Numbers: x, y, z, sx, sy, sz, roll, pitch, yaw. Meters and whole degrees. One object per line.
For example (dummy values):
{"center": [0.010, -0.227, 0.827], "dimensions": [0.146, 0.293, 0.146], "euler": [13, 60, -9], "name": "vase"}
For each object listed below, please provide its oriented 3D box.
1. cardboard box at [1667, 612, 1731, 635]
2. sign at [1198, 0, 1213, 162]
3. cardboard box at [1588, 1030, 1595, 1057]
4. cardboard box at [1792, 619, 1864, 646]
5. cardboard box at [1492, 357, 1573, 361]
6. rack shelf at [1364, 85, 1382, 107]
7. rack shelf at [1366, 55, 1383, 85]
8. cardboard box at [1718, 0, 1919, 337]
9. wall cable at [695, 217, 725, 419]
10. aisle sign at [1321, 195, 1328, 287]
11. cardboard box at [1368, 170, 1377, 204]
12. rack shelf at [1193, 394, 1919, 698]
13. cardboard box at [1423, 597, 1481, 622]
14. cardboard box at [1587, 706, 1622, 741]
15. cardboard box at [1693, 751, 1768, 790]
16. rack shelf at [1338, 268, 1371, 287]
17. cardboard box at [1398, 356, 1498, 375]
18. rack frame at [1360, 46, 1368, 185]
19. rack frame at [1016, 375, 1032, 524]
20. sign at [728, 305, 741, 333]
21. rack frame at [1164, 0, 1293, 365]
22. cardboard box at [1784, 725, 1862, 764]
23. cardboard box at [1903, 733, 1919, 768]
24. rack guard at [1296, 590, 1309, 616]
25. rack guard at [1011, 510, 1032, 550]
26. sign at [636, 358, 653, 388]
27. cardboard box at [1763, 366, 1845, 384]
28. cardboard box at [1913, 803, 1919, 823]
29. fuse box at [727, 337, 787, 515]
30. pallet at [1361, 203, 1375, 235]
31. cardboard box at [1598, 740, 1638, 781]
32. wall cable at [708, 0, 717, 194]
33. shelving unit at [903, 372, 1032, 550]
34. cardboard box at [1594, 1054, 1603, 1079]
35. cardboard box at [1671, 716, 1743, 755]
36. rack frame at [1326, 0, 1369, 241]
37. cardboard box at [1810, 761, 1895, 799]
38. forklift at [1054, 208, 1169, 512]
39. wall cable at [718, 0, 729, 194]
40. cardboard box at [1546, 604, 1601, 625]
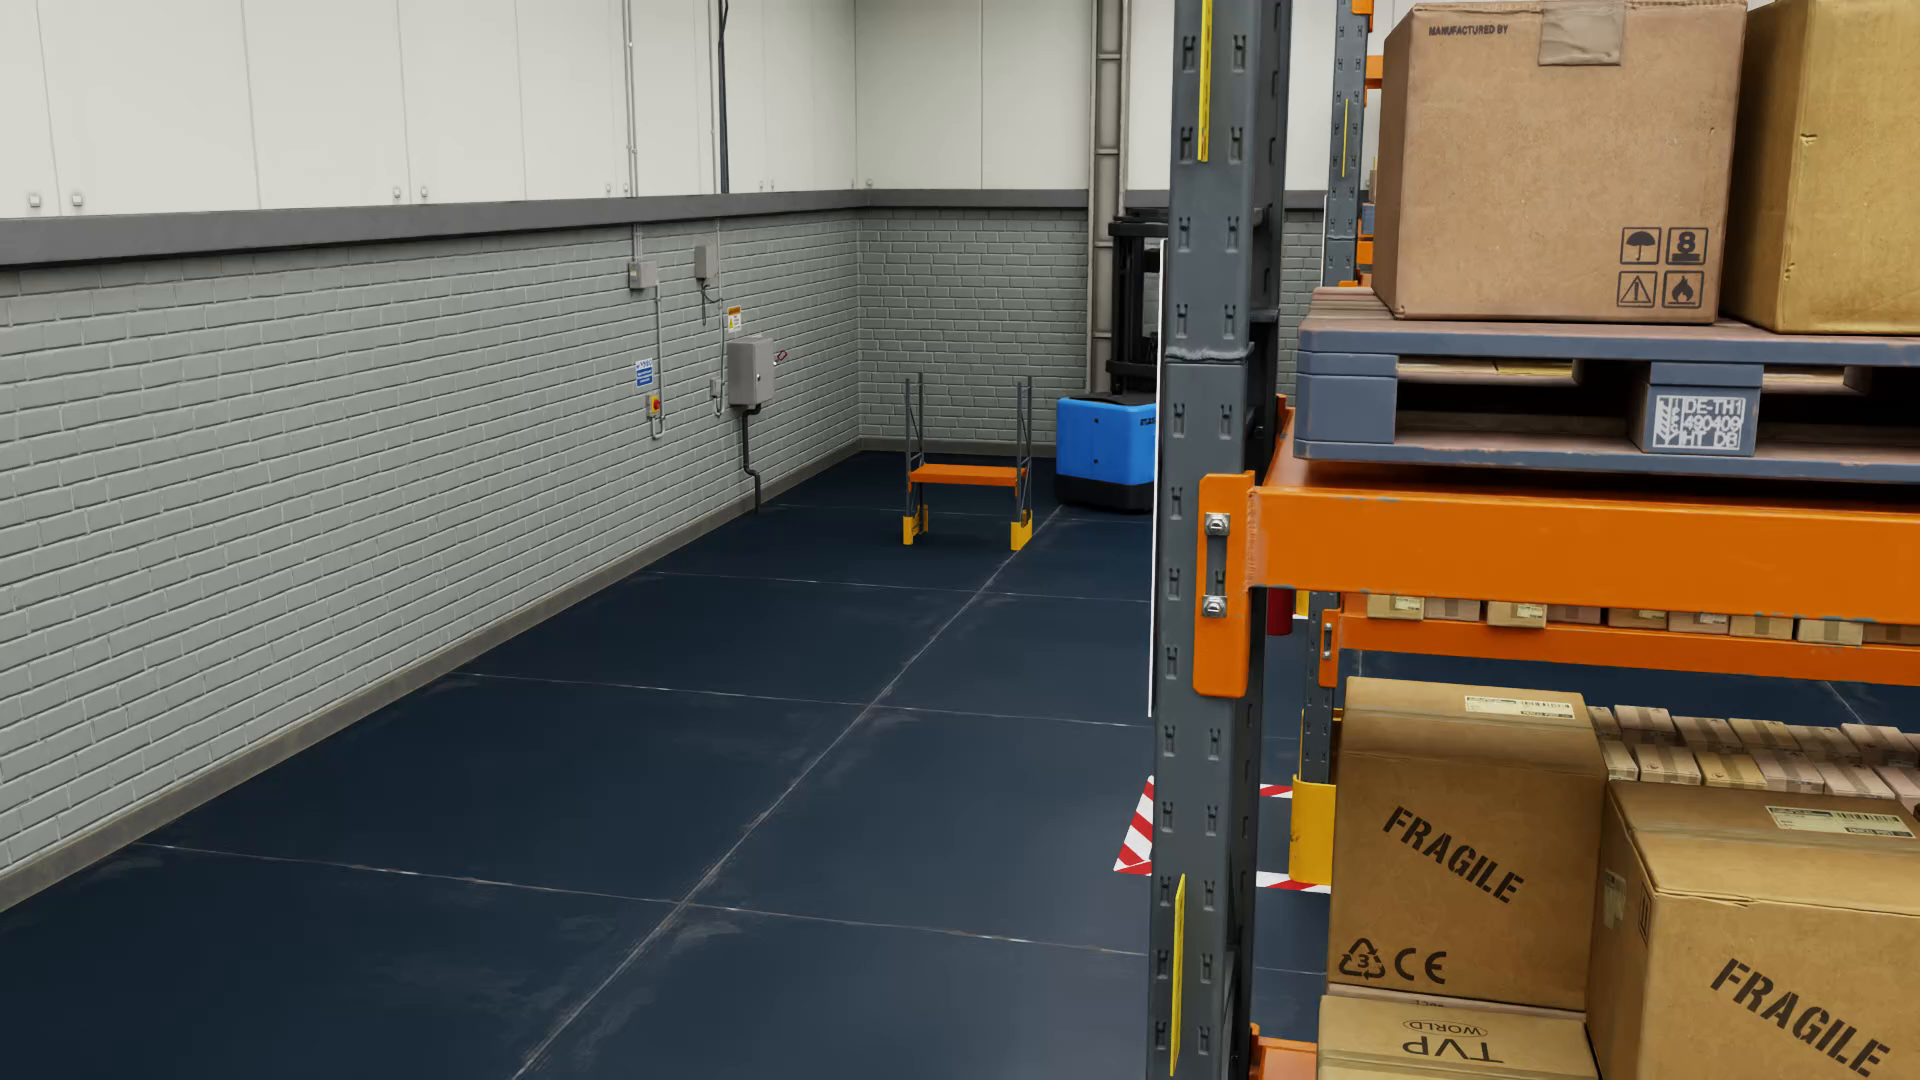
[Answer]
{"center": [3.309, 0.303, 7.521], "dimensions": [0.250, 0.149, 0.380], "euler": [3, 13, 12], "name": "cardboard box"}
{"center": [0.368, -0.733, 2.486], "dimensions": [0.005, 0.325, 0.100], "euler": [3, 13, 14], "name": "sign"}
{"center": [1.533, 1.004, 3.441], "dimensions": [0.500, 0.250, 0.500], "euler": [3, 13, 13], "name": "cardboard box"}
{"center": [3.808, 0.341, 7.350], "dimensions": [0.250, 0.149, 0.380], "euler": [3, 13, 15], "name": "cardboard box"}
{"center": [2.789, -0.642, 7.975], "dimensions": [0.500, 0.500, 0.500], "euler": [3, 13, 12], "name": "cardboard box"}
{"center": [6.009, -4.520, 16.498], "dimensions": [4.000, 0.370, 1.077], "euler": [3, 13, 14], "name": "rack shelf"}
{"center": [4.823, -3.282, 11.835], "dimensions": [4.000, 0.370, 1.077], "euler": [3, 13, 14], "name": "rack shelf"}
{"center": [1.542, -0.616, 2.730], "dimensions": [0.500, 0.500, 0.700], "euler": [3, 13, 11], "name": "cardboard box"}
{"center": [-2.270, -2.086, 15.365], "dimensions": [0.122, 1.984, 0.588], "euler": [3, 13, 14], "name": "wall cable"}
{"center": [1.651, -1.167, 7.567], "dimensions": [0.004, 0.787, 0.394], "euler": [3, 13, 14], "name": "aisle sign"}
{"center": [3.340, -2.644, 12.446], "dimensions": [0.500, 0.250, 0.500], "euler": [2, 13, 8], "name": "cardboard box"}
{"center": [2.449, 0.071, 2.724], "dimensions": [4.000, 0.370, 1.077], "euler": [3, 13, 14], "name": "rack shelf"}
{"center": [2.286, 0.256, 7.736], "dimensions": [0.250, 0.149, 0.380], "euler": [4, 13, 16], "name": "cardboard box"}
{"center": [3.116, 0.952, 8.257], "dimensions": [0.250, 0.149, 0.380], "euler": [3, 13, 11], "name": "cardboard box"}
{"center": [3.503, 1.102, 7.581], "dimensions": [0.250, 0.149, 0.380], "euler": [3, 13, 14], "name": "cardboard box"}
{"center": [3.735, -0.967, 7.401], "dimensions": [4.000, 0.370, 1.077], "euler": [3, 13, 14], "name": "rack shelf"}
{"center": [2.166, -0.560, 7.608], "dimensions": [0.500, 0.500, 0.500], "euler": [3, 13, 13], "name": "cardboard box"}
{"center": [4.067, -4.976, 16.887], "dimensions": [0.127, 3.000, 1.000], "euler": [3, 13, 14], "name": "rack frame"}
{"center": [0.576, -0.701, 14.932], "dimensions": [0.032, 1.500, 0.500], "euler": [3, 13, 14], "name": "rack frame"}
{"center": [-2.168, -2.128, 15.992], "dimensions": [0.001, 0.242, 0.339], "euler": [3, 13, 14], "name": "sign"}
{"center": [0.507, -1.848, 2.789], "dimensions": [0.127, 3.000, 1.000], "euler": [3, 13, 14], "name": "rack frame"}
{"center": [4.111, 1.020, 7.951], "dimensions": [0.250, 0.149, 0.380], "euler": [3, 13, 11], "name": "cardboard box"}
{"center": [4.623, 1.047, 7.829], "dimensions": [0.250, 0.149, 0.380], "euler": [3, 13, 12], "name": "cardboard box"}
{"center": [2.858, 0.216, 13.108], "dimensions": [0.348, 0.500, 1.175], "euler": [3, 13, 14], "name": "rack guard"}
{"center": [0.558, -0.092, 15.072], "dimensions": [0.087, 0.250, 0.587], "euler": [3, 13, 14], "name": "rack guard"}
{"center": [-2.670, -1.416, 14.067], "dimensions": [0.001, 0.218, 0.327], "euler": [3, 13, 14], "name": "sign"}
{"center": [3.652, -0.478, 7.237], "dimensions": [0.500, 0.500, 0.500], "euler": [3, 13, 12], "name": "cardboard box"}
{"center": [1.898, 0.776, 2.741], "dimensions": [0.500, 0.500, 0.500], "euler": [3, 13, 12], "name": "cardboard box"}
{"center": [-1.954, -1.096, 16.225], "dimensions": [0.414, 1.711, 0.539], "euler": [3, 13, 14], "name": "fuse box"}
{"center": [3.604, -2.388, 12.352], "dimensions": [1.213, 0.211, 1.003], "euler": [3, 13, 14], "name": "pallet"}
{"center": [2.992, 1.062, 7.760], "dimensions": [0.250, 0.149, 0.380], "euler": [2, 13, 11], "name": "cardboard box"}
{"center": [-2.526, -4.326, 13.957], "dimensions": [0.029, 3.000, 2.355], "euler": [3, 13, 14], "name": "wall cable"}
{"center": [0.074, -0.728, 15.053], "dimensions": [1.083, 1.500, 0.587], "euler": [3, 13, 14], "name": "shelving unit"}
{"center": [1.414, 1.116, 2.939], "dimensions": [0.500, 0.250, 0.500], "euler": [3, 13, 13], "name": "cardboard box"}
{"center": [3.620, 0.991, 8.080], "dimensions": [0.250, 0.149, 0.380], "euler": [3, 13, 12], "name": "cardboard box"}
{"center": [1.793, -2.886, 7.466], "dimensions": [0.127, 3.000, 1.000], "euler": [3, 13, 14], "name": "rack frame"}
{"center": [3.985, 1.131, 7.451], "dimensions": [0.250, 0.149, 0.380], "euler": [3, 13, 12], "name": "cardboard box"}
{"center": [2.336, -1.965, 17.325], "dimensions": [1.130, 2.935, 3.031], "euler": [12, 17, 42], "name": "forklift"}
{"center": [-1.822, -4.928, 16.585], "dimensions": [0.133, 3.039, 2.988], "euler": [3, 13, 14], "name": "wall cable"}
{"center": [2.819, 0.265, 7.692], "dimensions": [0.250, 0.149, 0.380], "euler": [4, 13, 16], "name": "cardboard box"}
